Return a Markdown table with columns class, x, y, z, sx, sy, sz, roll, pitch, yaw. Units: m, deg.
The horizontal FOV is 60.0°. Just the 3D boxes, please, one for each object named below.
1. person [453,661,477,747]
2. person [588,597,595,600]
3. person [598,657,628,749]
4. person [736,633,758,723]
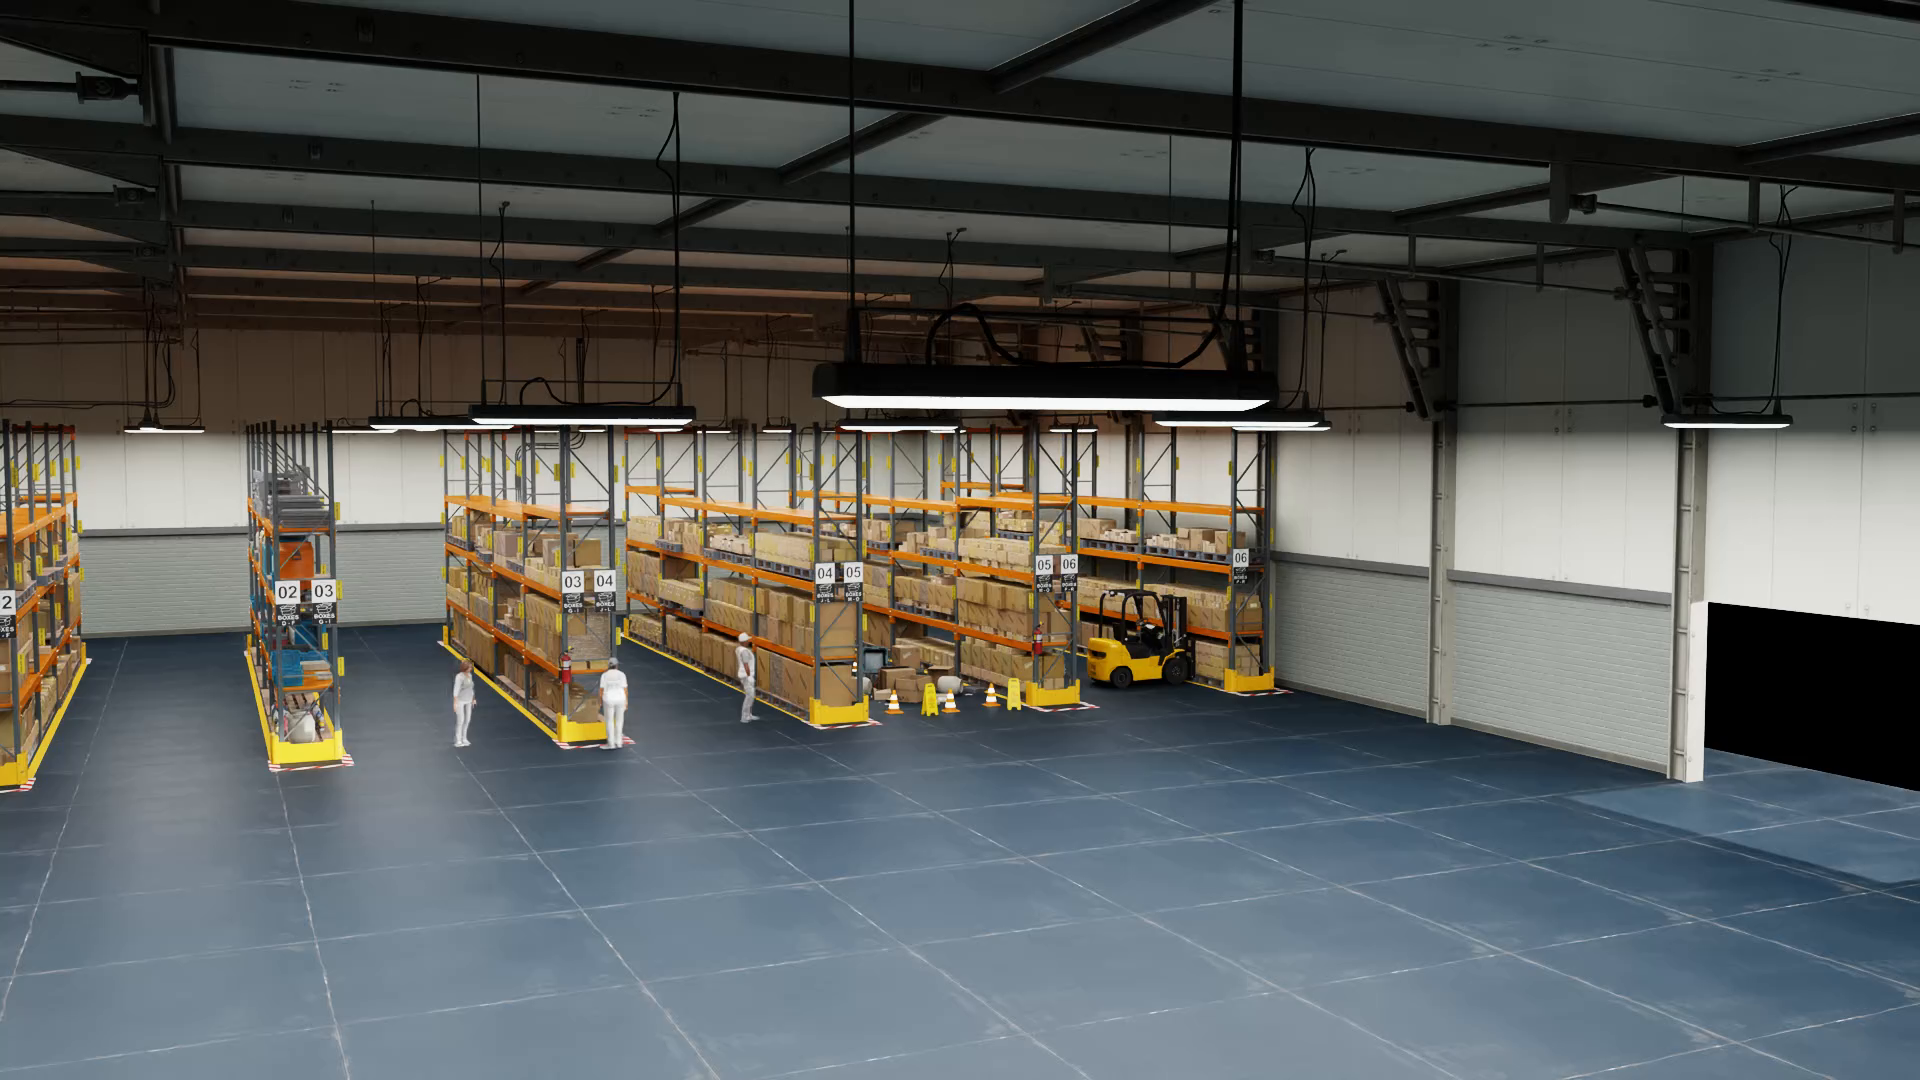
| class | x | y | z | sx | sy | sz | roll | pitch | yaw |
| --- | --- | --- | --- | --- | --- | --- | --- | --- | --- |
| person | -9.162 | 3.012 | 30.659 | 0.366 | 1.596 | 0.466 | 1 | 4 | 22 |
| person | -10.263 | 2.021 | 46.340 | 0.536 | 1.587 | 0.825 | -1 | 4 | -20 |
| person | -6.356 | 2.991 | 30.483 | 0.528 | 1.684 | 0.406 | -1 | 4 | -17 |
| person | -4.303 | 2.786 | 33.515 | 0.449 | 1.853 | 0.643 | 0 | 4 | -3 |
